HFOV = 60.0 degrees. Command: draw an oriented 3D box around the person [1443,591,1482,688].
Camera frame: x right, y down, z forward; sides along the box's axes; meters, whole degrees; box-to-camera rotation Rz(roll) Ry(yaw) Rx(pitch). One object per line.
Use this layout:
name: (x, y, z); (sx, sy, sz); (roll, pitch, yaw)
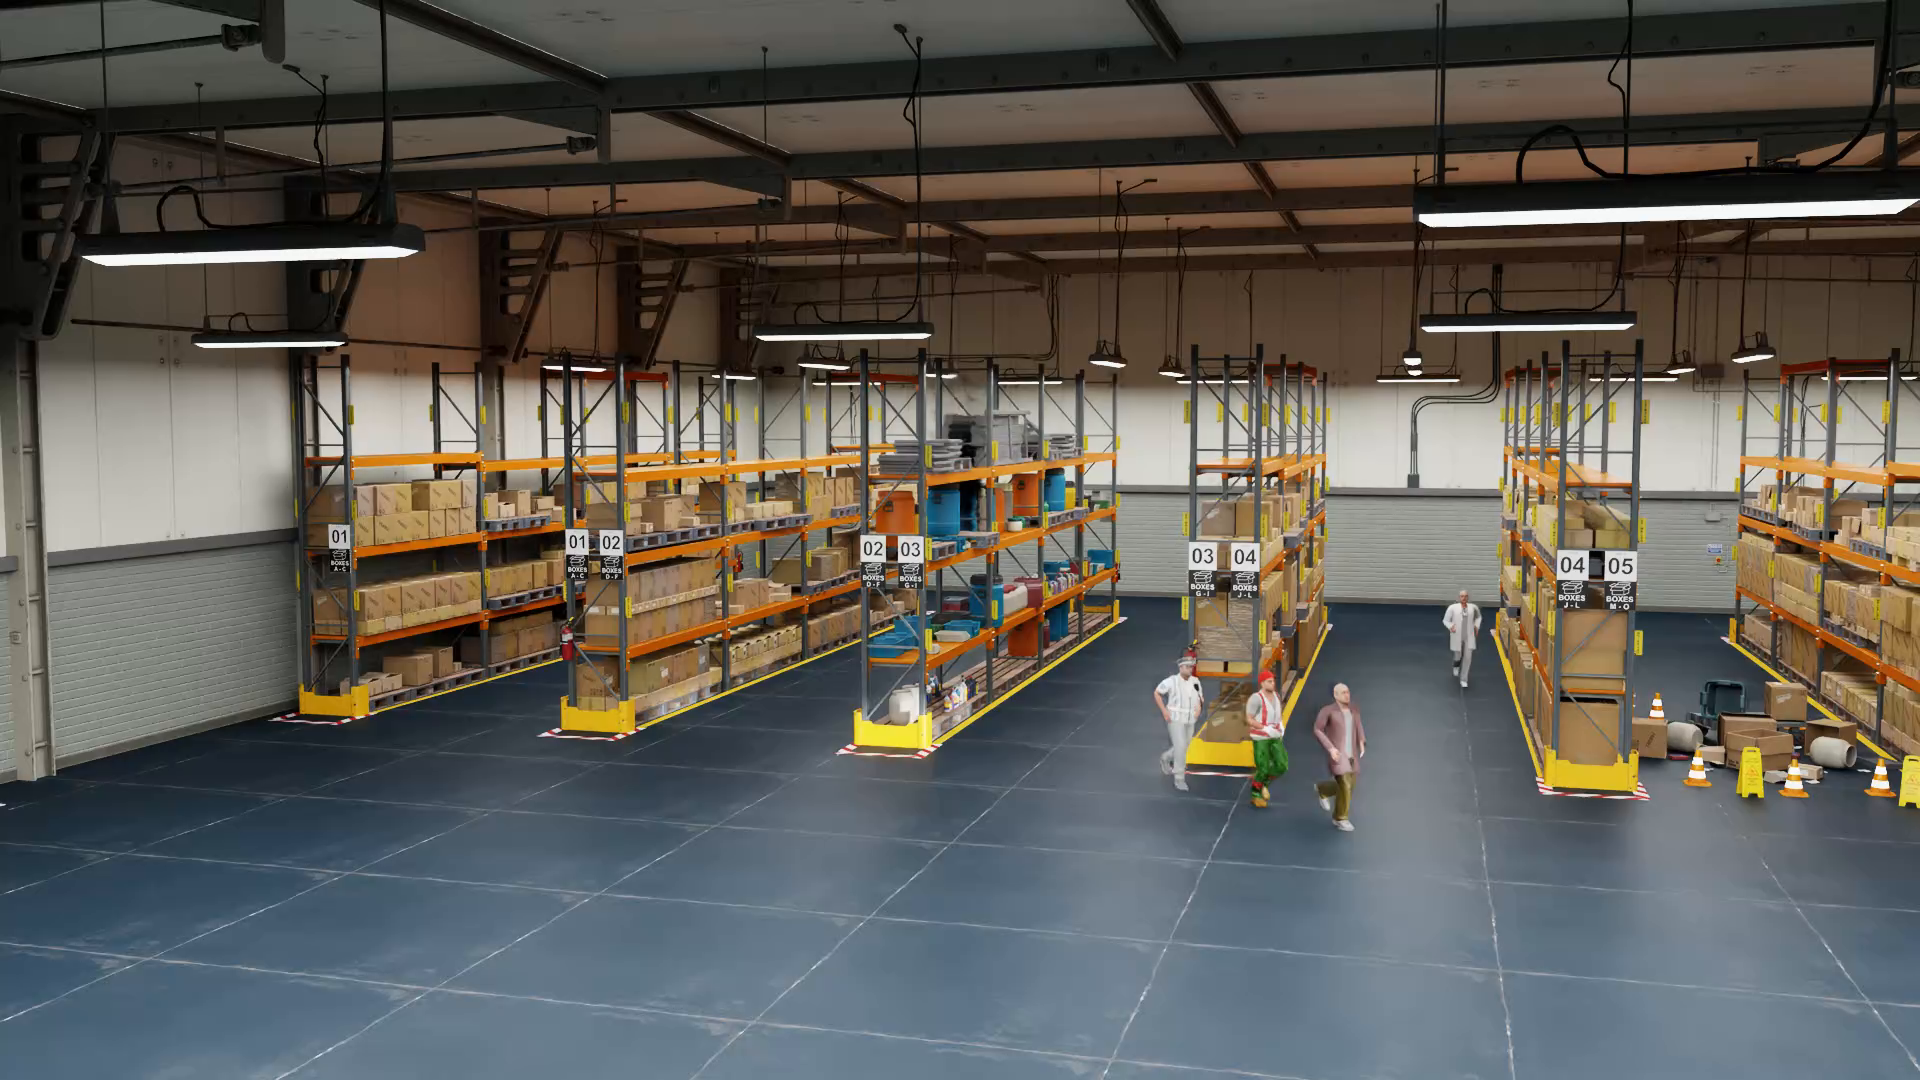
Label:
person: (9.336, 1.817, 30.863); (0.711, 1.764, 0.923); (1, 4, 9)

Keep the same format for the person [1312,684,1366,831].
person: (4.586, 2.617, 20.319); (0.719, 1.778, 0.754); (-2, 5, -27)

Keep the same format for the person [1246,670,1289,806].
person: (3.962, 2.533, 21.216); (0.693, 1.748, 0.594); (-3, 5, -32)

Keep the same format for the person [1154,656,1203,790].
person: (2.992, 2.462, 22.624); (0.686, 1.801, 0.853); (-2, 5, -27)
